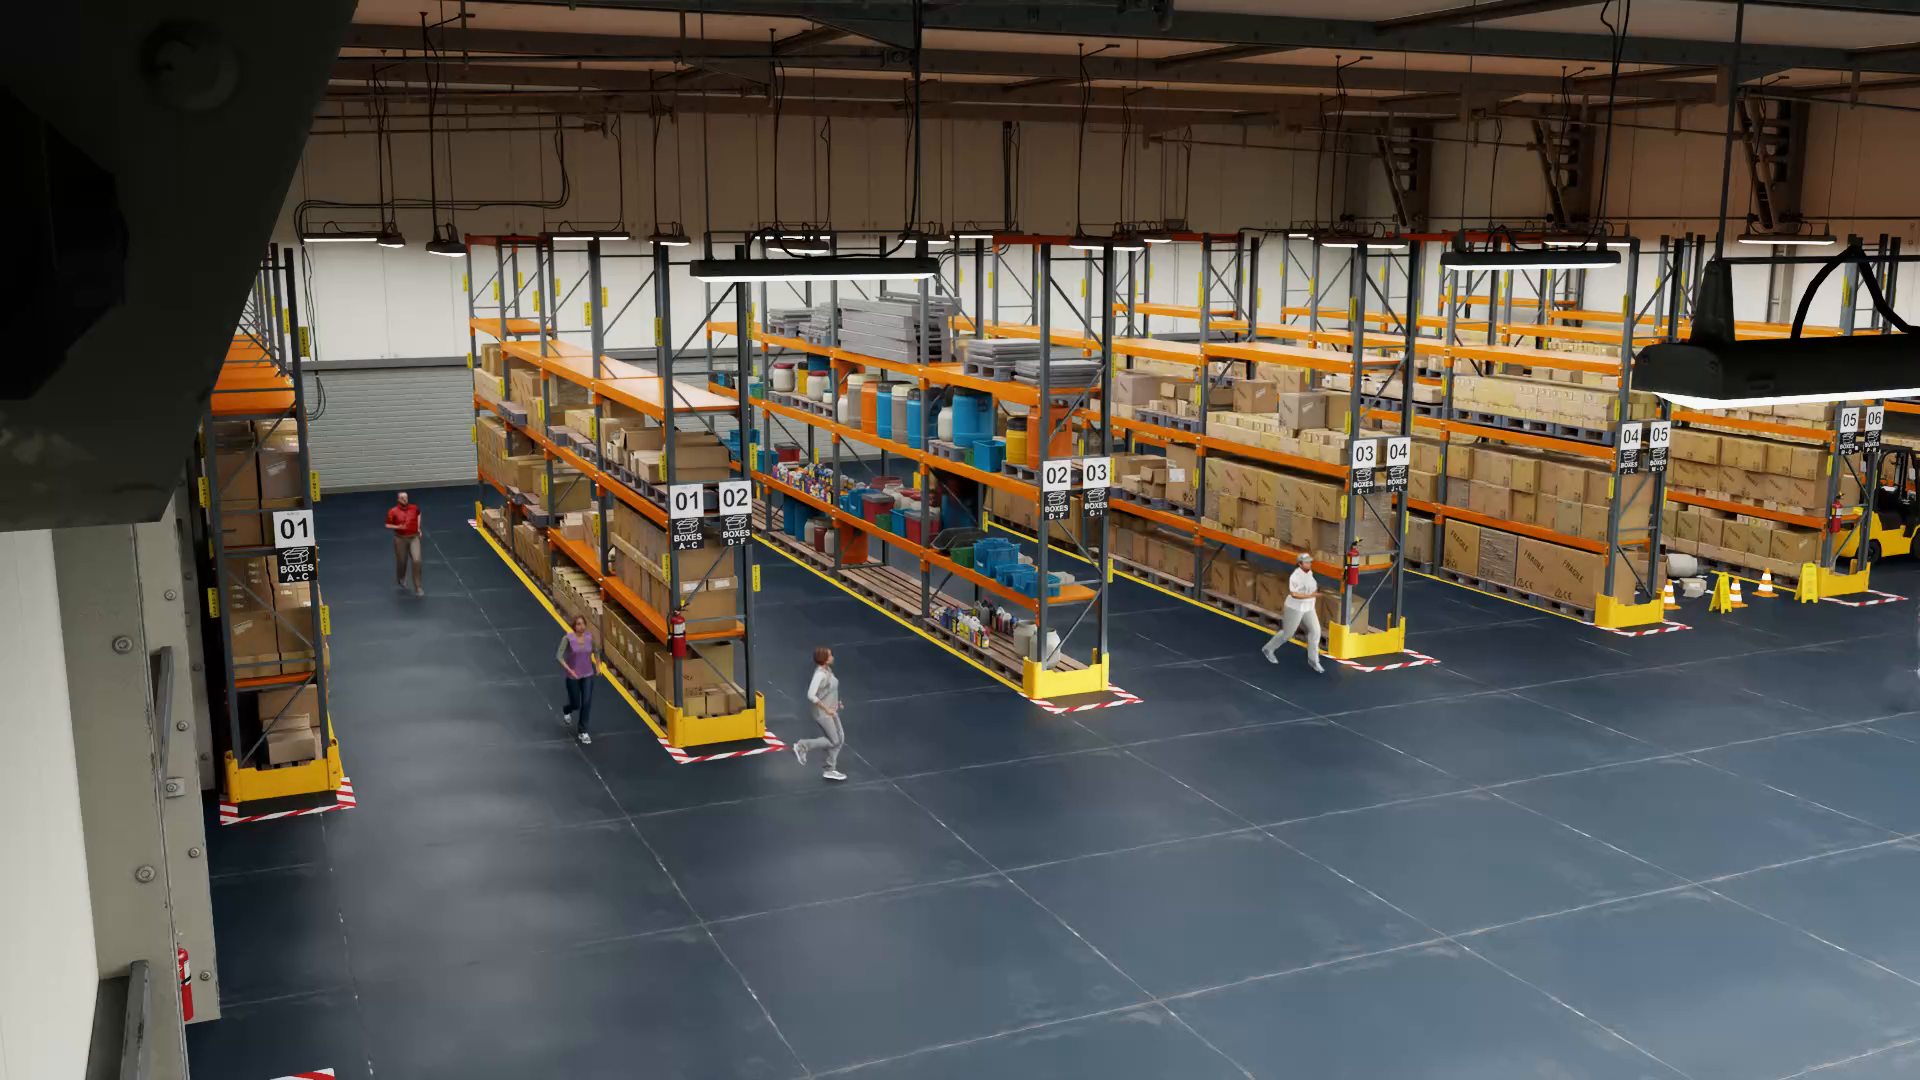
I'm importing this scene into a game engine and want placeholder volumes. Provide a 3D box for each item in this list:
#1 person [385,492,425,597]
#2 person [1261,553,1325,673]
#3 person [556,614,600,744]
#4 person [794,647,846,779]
[{"bbox_3d":[-9.447,0.054,28.337,0.649,1.789,0.863,-7,13,-31],"label":"person"},{"bbox_3d":[4.778,1.005,23.620,0.896,1.709,0.612,11,15,44],"label":"person"},{"bbox_3d":[-4.696,1.670,20.475,0.565,1.590,0.657,-7,13,-32],"label":"person"},{"bbox_3d":[-1.593,1.969,18.963,0.594,1.556,0.541,1,11,8],"label":"person"}]
